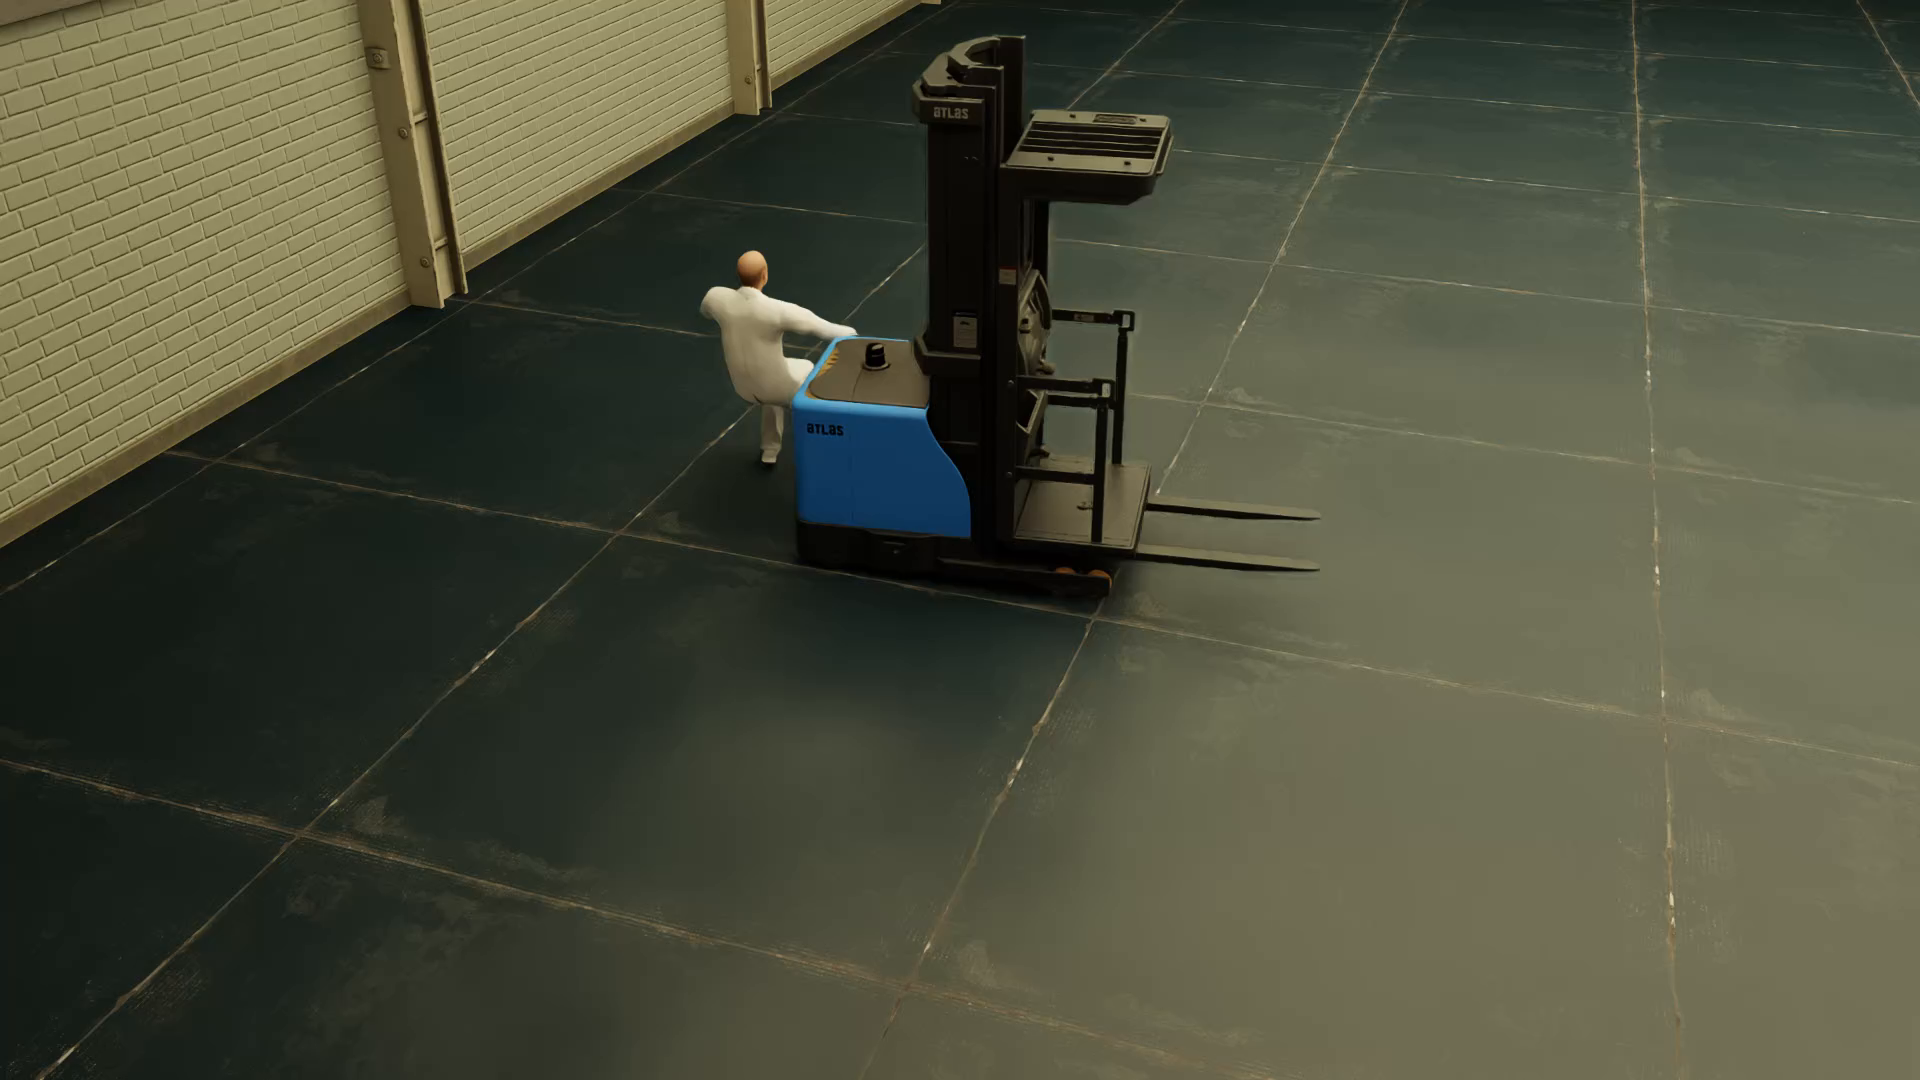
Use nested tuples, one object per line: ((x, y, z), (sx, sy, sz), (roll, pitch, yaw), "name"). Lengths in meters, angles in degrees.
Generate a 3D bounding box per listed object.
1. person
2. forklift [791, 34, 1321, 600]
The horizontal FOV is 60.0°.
((-1.136, -1.105, 10.526), (0.990, 1.633, 0.730), (10, 31, 17), "person")
((0.603, -1.219, 9.276), (3.031, 2.935, 1.130), (6, 30, 10), "forklift")
